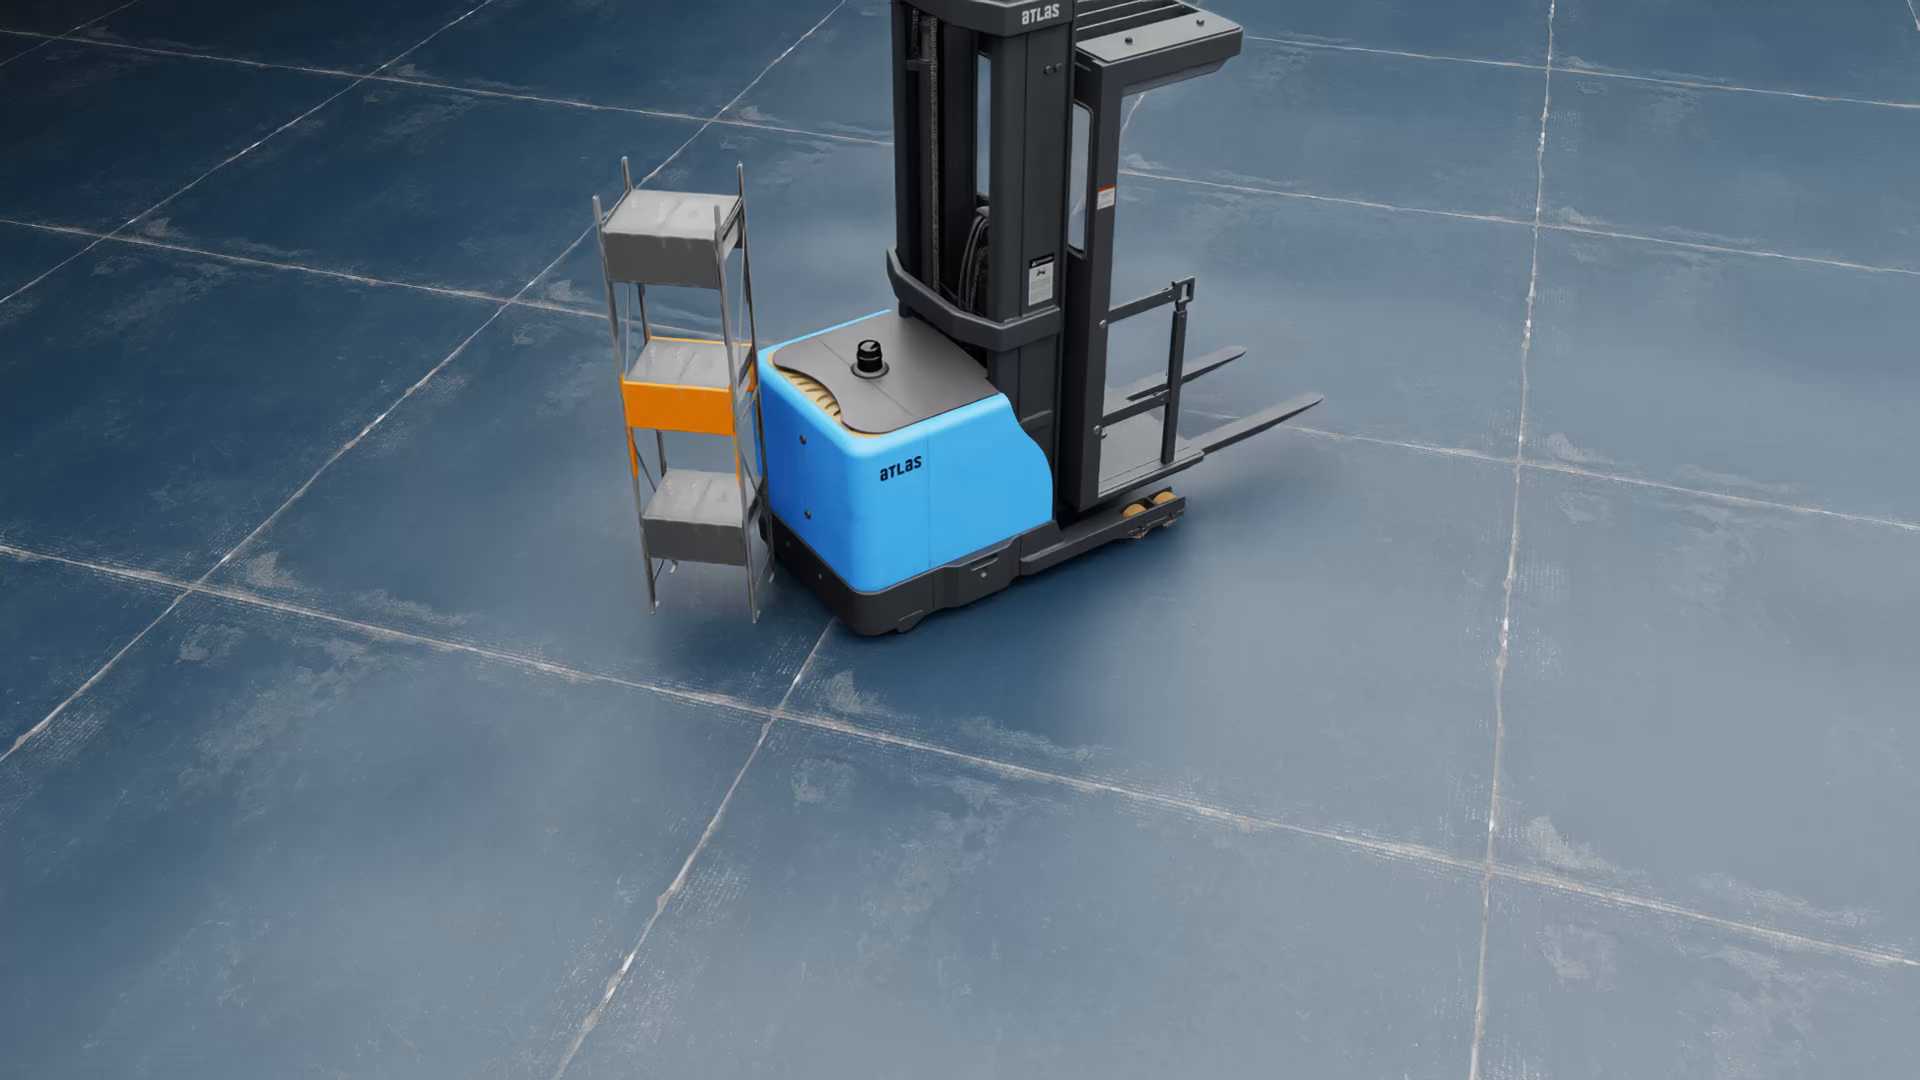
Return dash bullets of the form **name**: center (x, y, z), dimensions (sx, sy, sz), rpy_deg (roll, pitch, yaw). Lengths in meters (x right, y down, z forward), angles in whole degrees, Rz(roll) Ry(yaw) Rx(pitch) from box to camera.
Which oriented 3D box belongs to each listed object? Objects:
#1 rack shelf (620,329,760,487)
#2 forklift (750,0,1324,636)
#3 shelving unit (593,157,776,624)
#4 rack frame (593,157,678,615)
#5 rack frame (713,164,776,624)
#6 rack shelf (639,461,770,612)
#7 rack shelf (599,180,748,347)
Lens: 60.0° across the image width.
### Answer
- **rack shelf**: center (-1.166, -0.582, 7.292), dimensions (0.480, 0.518, 0.431), rpy_deg (5, 37, 7)
- **forklift**: center (0.519, -1.426, 7.715), dimensions (3.031, 2.935, 1.130), rpy_deg (-22, 42, -27)
- **shelving unit**: center (-1.166, -0.593, 7.284), dimensions (0.503, 2.100, 0.431), rpy_deg (5, 37, 7)
- **rack frame**: center (-1.407, -0.614, 7.313), dimensions (0.015, 2.100, 0.400), rpy_deg (5, 37, 7)
- **rack frame**: center (-0.925, -0.572, 7.255), dimensions (0.015, 2.100, 0.400), rpy_deg (5, 37, 7)
- **rack shelf**: center (-1.166, -0.018, 7.707), dimensions (0.480, 0.518, 0.431), rpy_deg (5, 37, 7)
- **rack shelf**: center (-1.166, -1.145, 6.877), dimensions (0.480, 0.518, 0.431), rpy_deg (5, 37, 7)
